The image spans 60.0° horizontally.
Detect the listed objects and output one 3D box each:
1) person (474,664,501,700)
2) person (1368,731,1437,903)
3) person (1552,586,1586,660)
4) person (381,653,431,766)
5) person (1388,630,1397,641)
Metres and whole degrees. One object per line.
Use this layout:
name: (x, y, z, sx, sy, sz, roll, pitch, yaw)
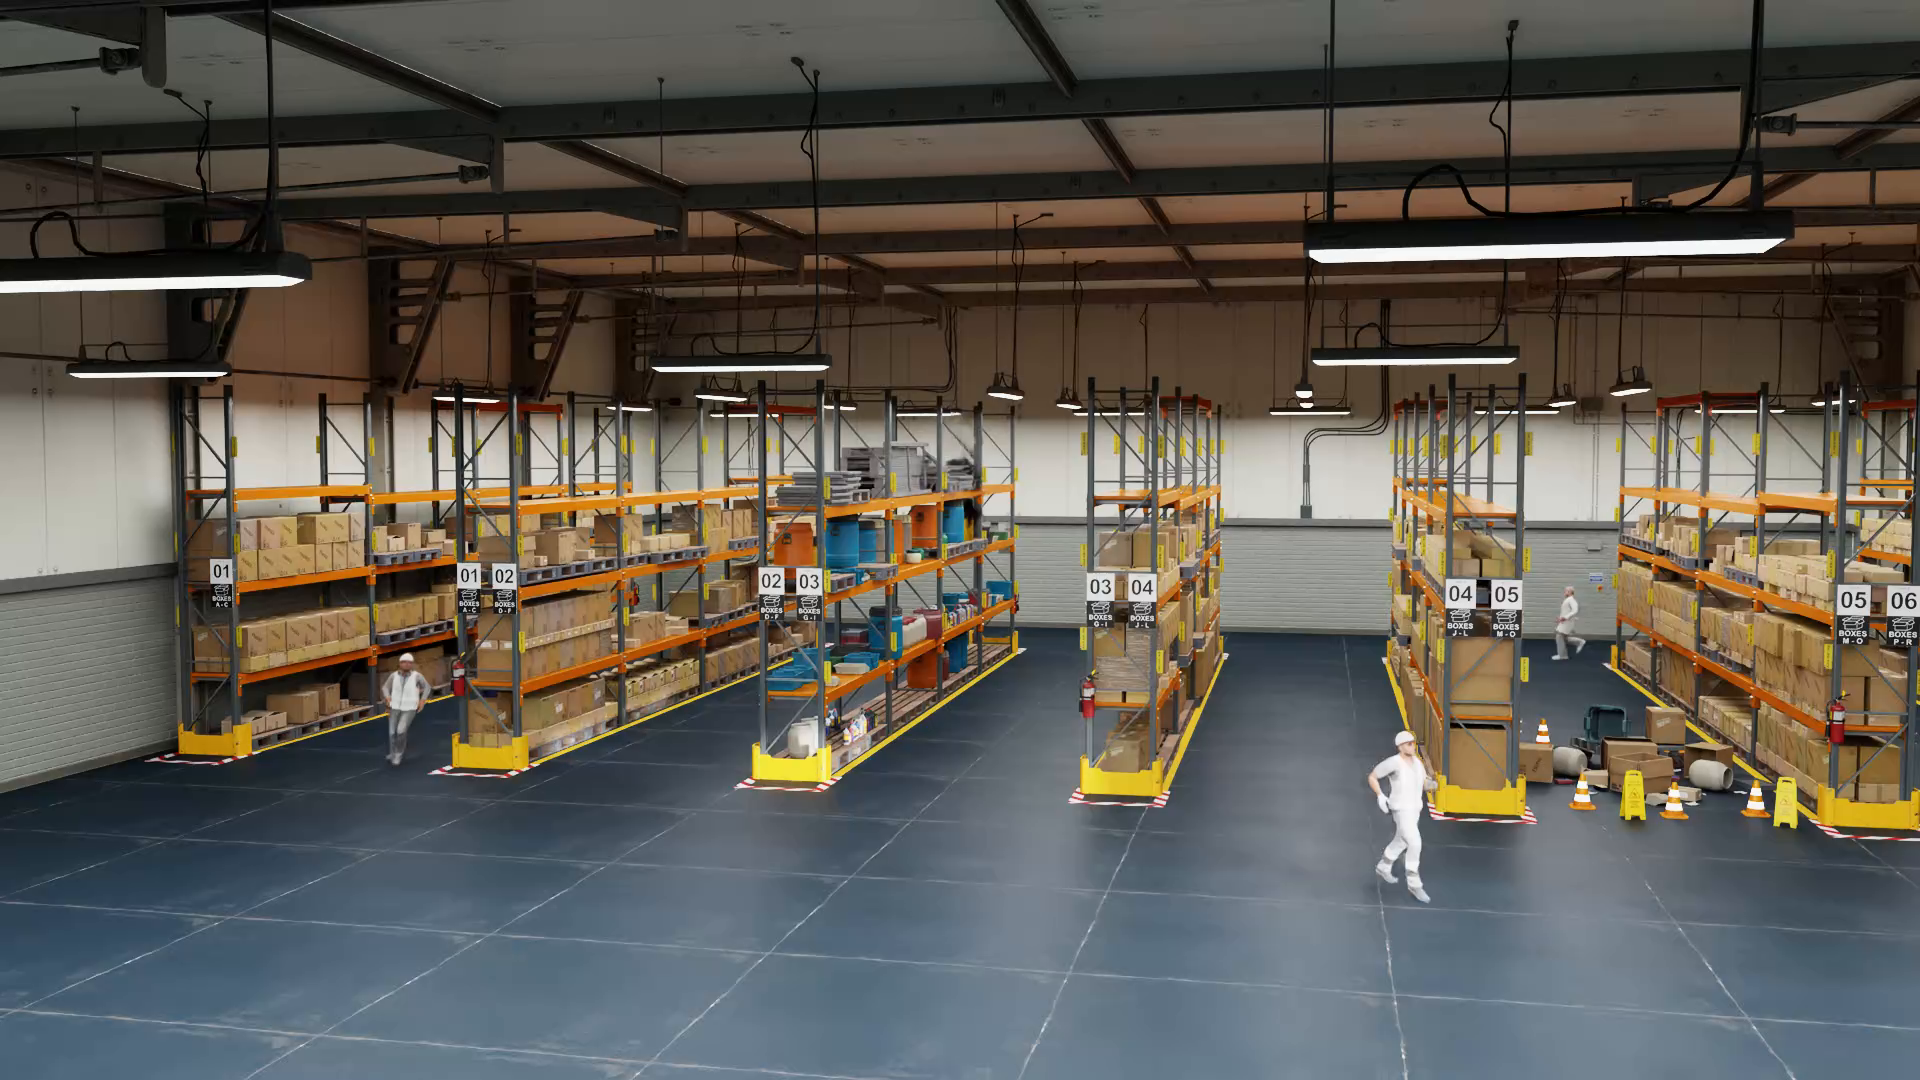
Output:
person: (-8.195, 2.580, 28.812, 0.592, 1.609, 0.583, 0, 3, 7)
person: (4.965, 3.053, 18.601, 0.653, 1.837, 0.830, -3, 4, -39)
person: (14.336, 1.959, 39.098, 0.761, 1.744, 0.725, 1, 3, 14)
person: (-8.780, 2.672, 26.276, 0.713, 1.774, 0.667, 0, 3, 0)
person: (10.583, 1.997, 39.842, 0.598, 1.575, 0.725, 1, 4, 25)
